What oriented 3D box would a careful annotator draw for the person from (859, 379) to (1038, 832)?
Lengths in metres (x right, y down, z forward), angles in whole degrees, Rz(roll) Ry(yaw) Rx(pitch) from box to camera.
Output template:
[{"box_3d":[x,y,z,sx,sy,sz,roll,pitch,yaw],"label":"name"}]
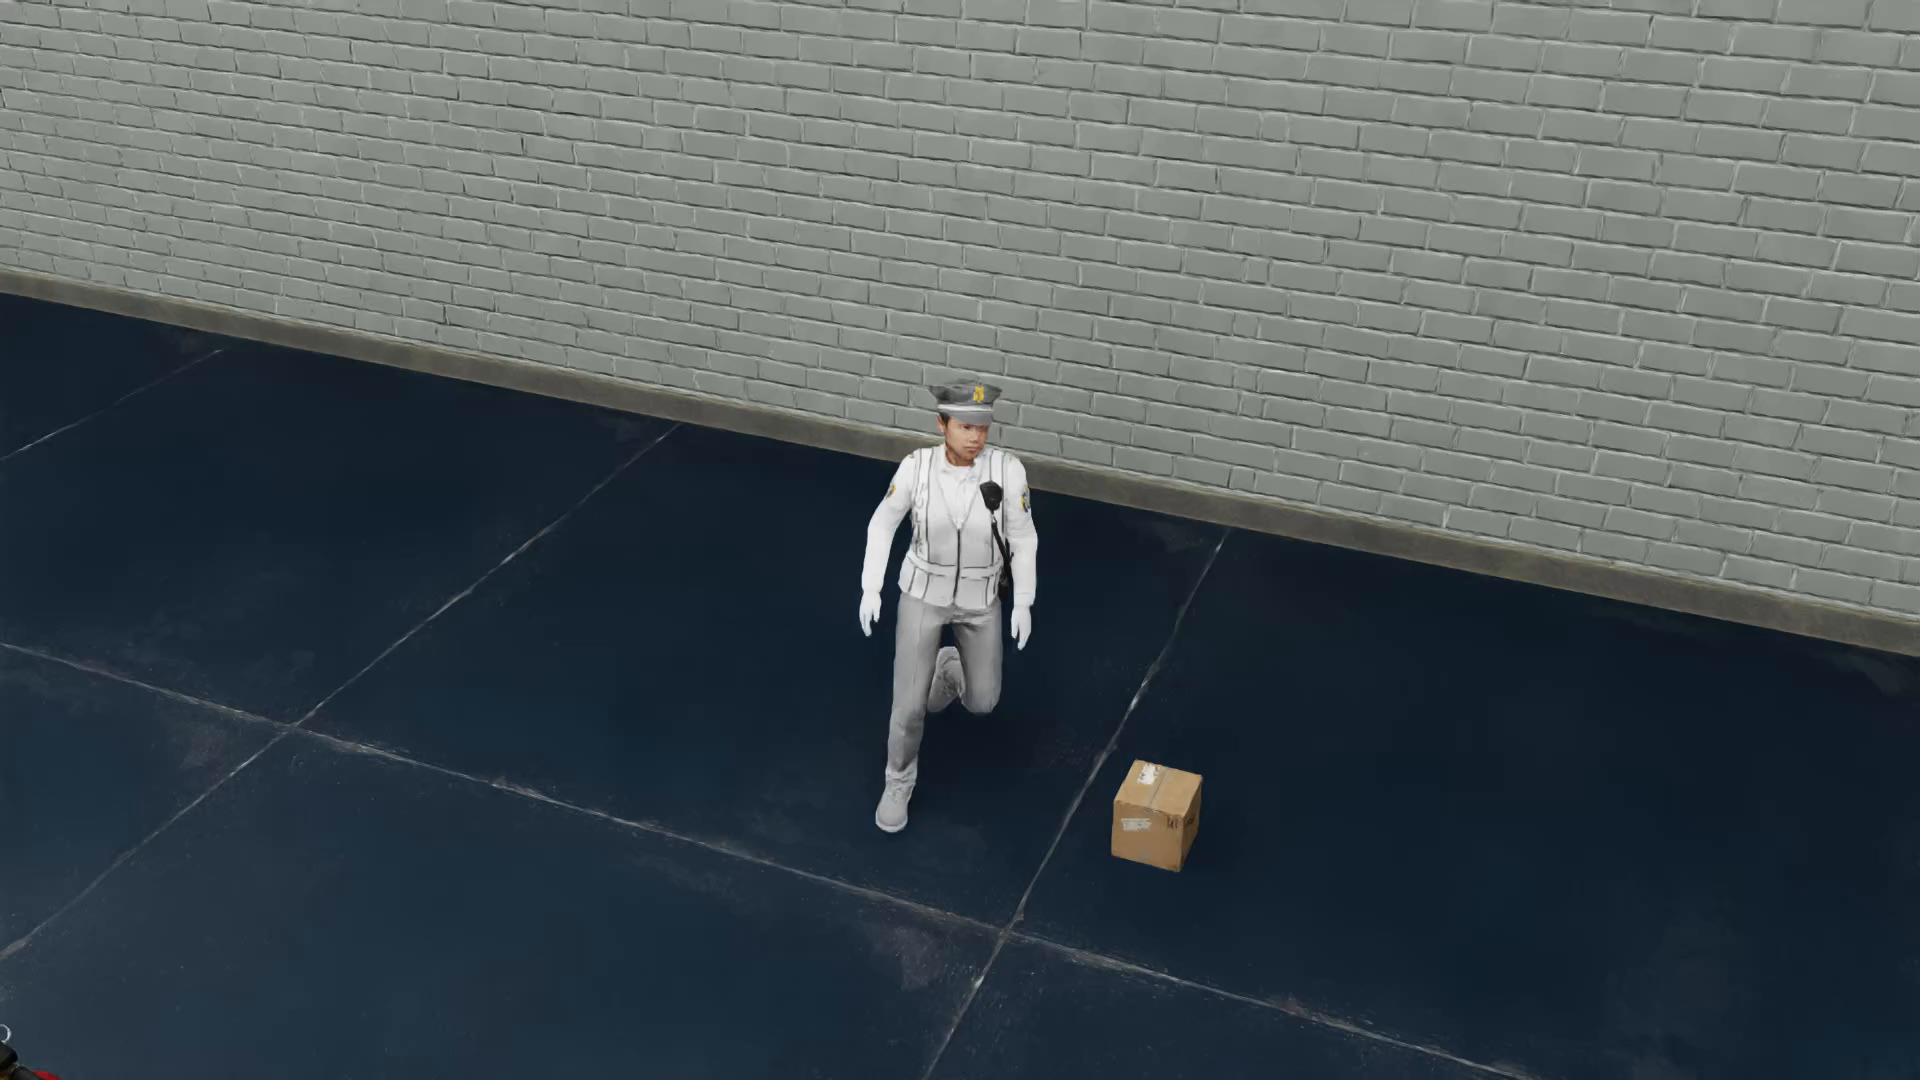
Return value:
[{"box_3d":[-0.044,0.171,5.846,0.624,1.640,0.678,-2,30,-3],"label":"person"}]
